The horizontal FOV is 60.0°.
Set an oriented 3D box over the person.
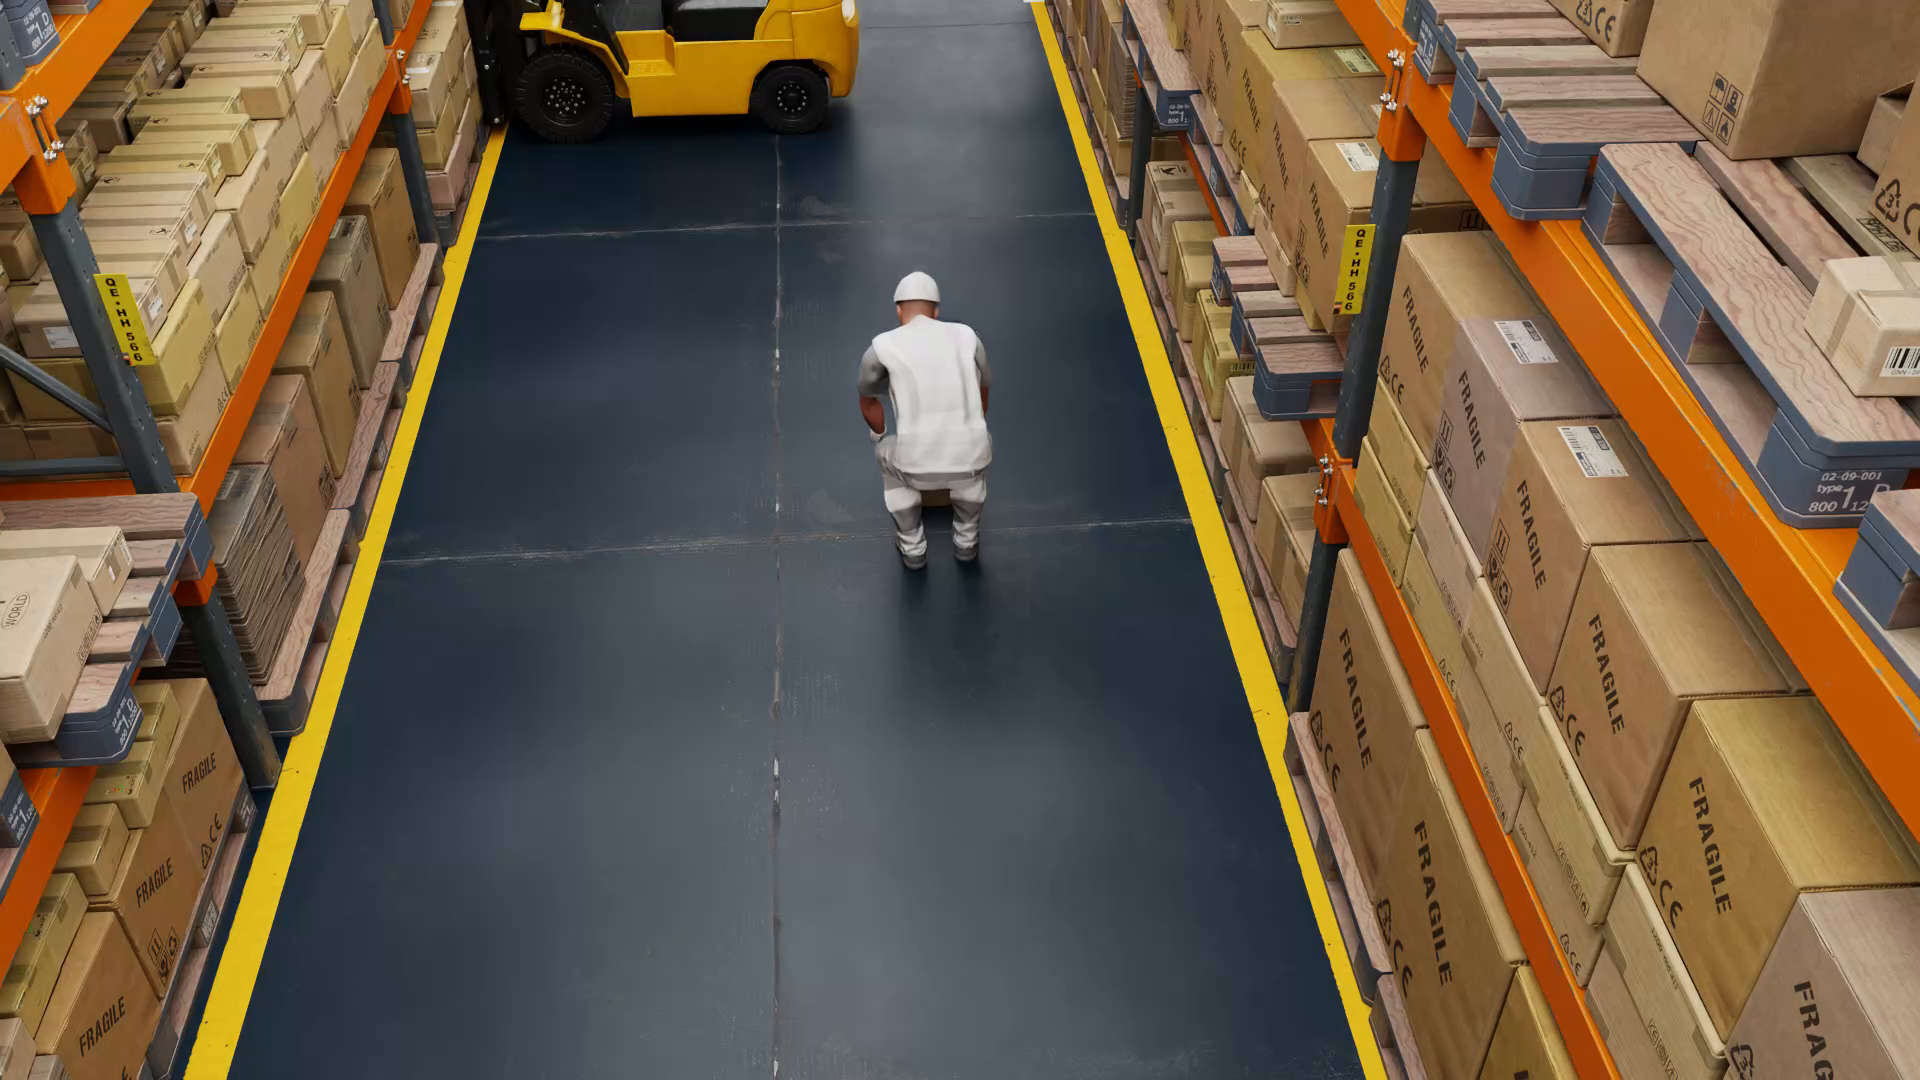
[{"bbox_3d":[-0.144,-0.474,7.196,0.581,1.201,0.845,-3,39,-4],"label":"person"}]
